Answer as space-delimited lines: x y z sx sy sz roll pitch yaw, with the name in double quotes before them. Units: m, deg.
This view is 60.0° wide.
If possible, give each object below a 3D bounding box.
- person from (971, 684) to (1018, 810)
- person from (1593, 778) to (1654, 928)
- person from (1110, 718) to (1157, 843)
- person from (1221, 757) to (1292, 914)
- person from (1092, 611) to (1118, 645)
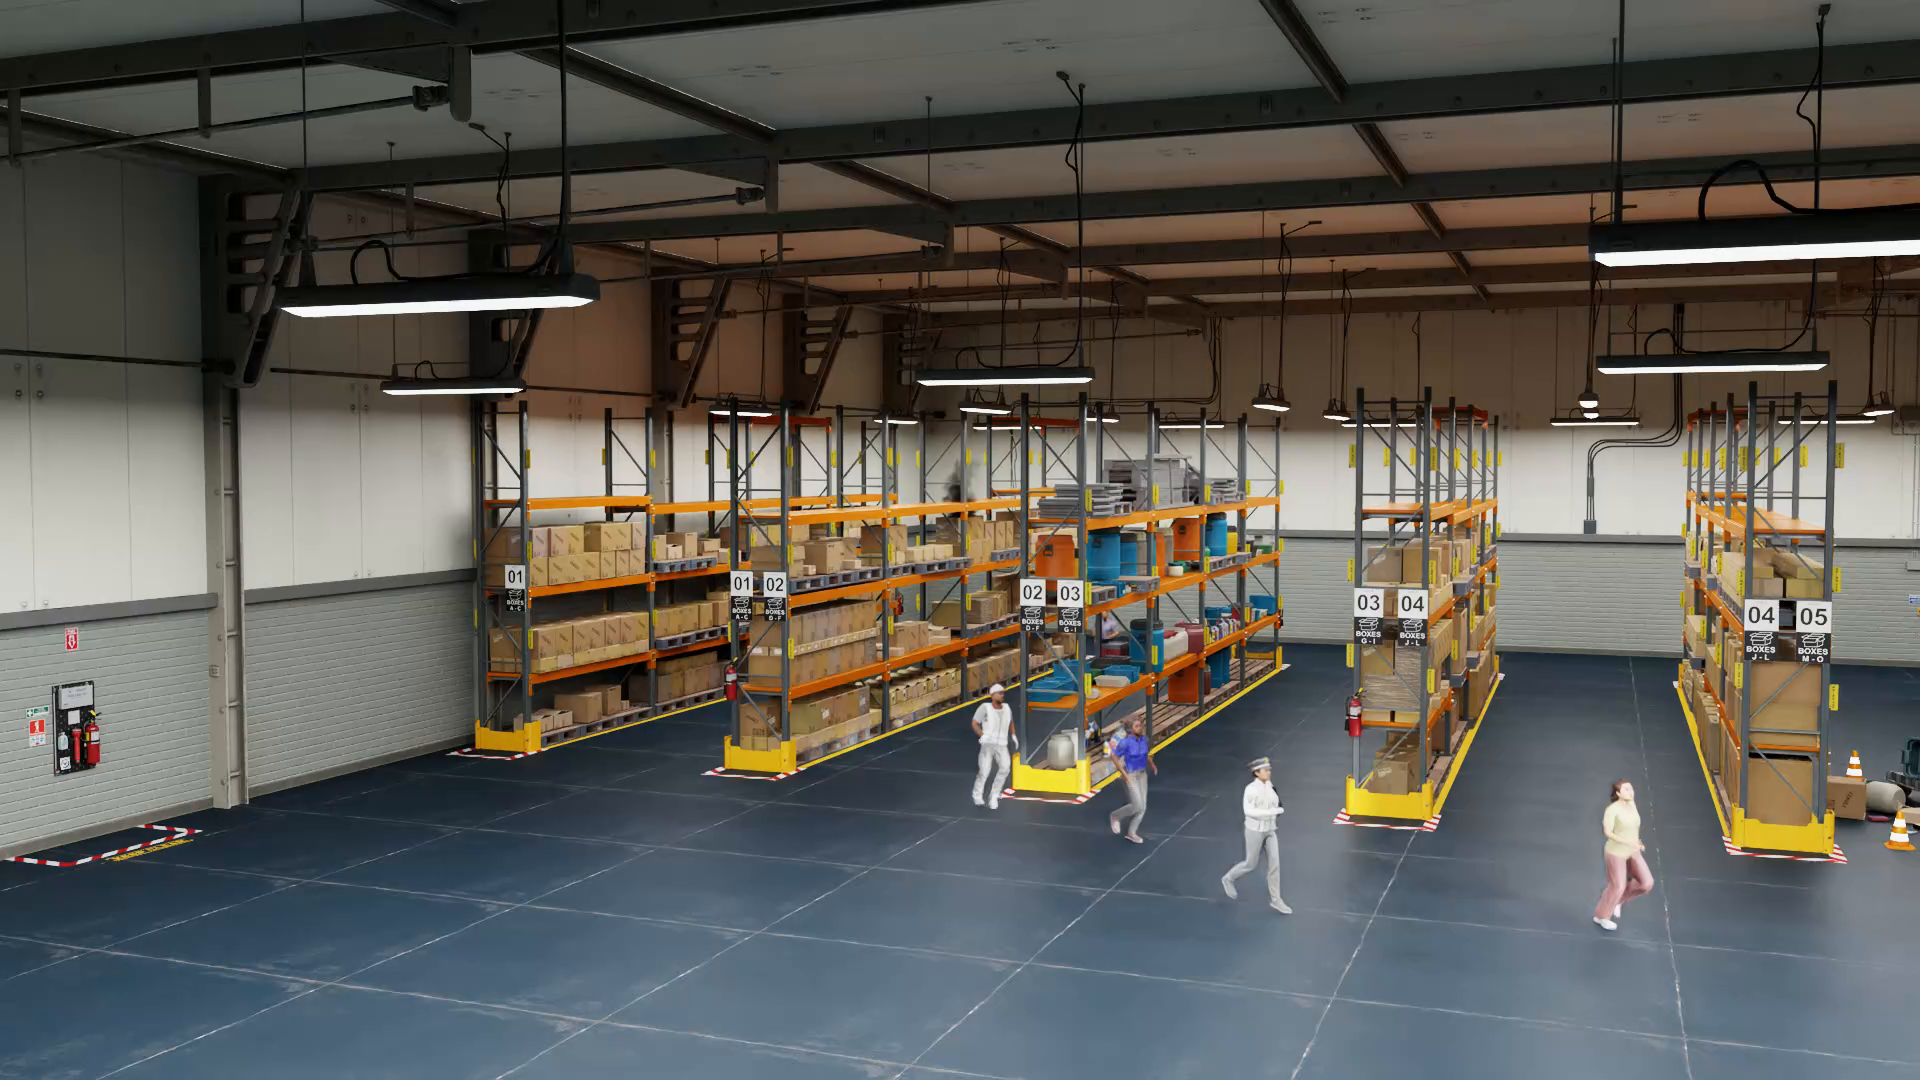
"person" 0.525 2.963 23.904 0.750 1.766 0.601 -1 3 -21
"person" 7.048 3.331 17.644 0.599 1.627 0.667 -1 3 -26
"person" 2.300 3.140 21.812 0.570 1.626 0.591 -2 3 -37
"person" 3.310 3.233 18.466 0.631 1.687 0.899 -3 4 -43
"person" 3.276 2.367 37.614 0.608 1.609 0.647 1 3 13
